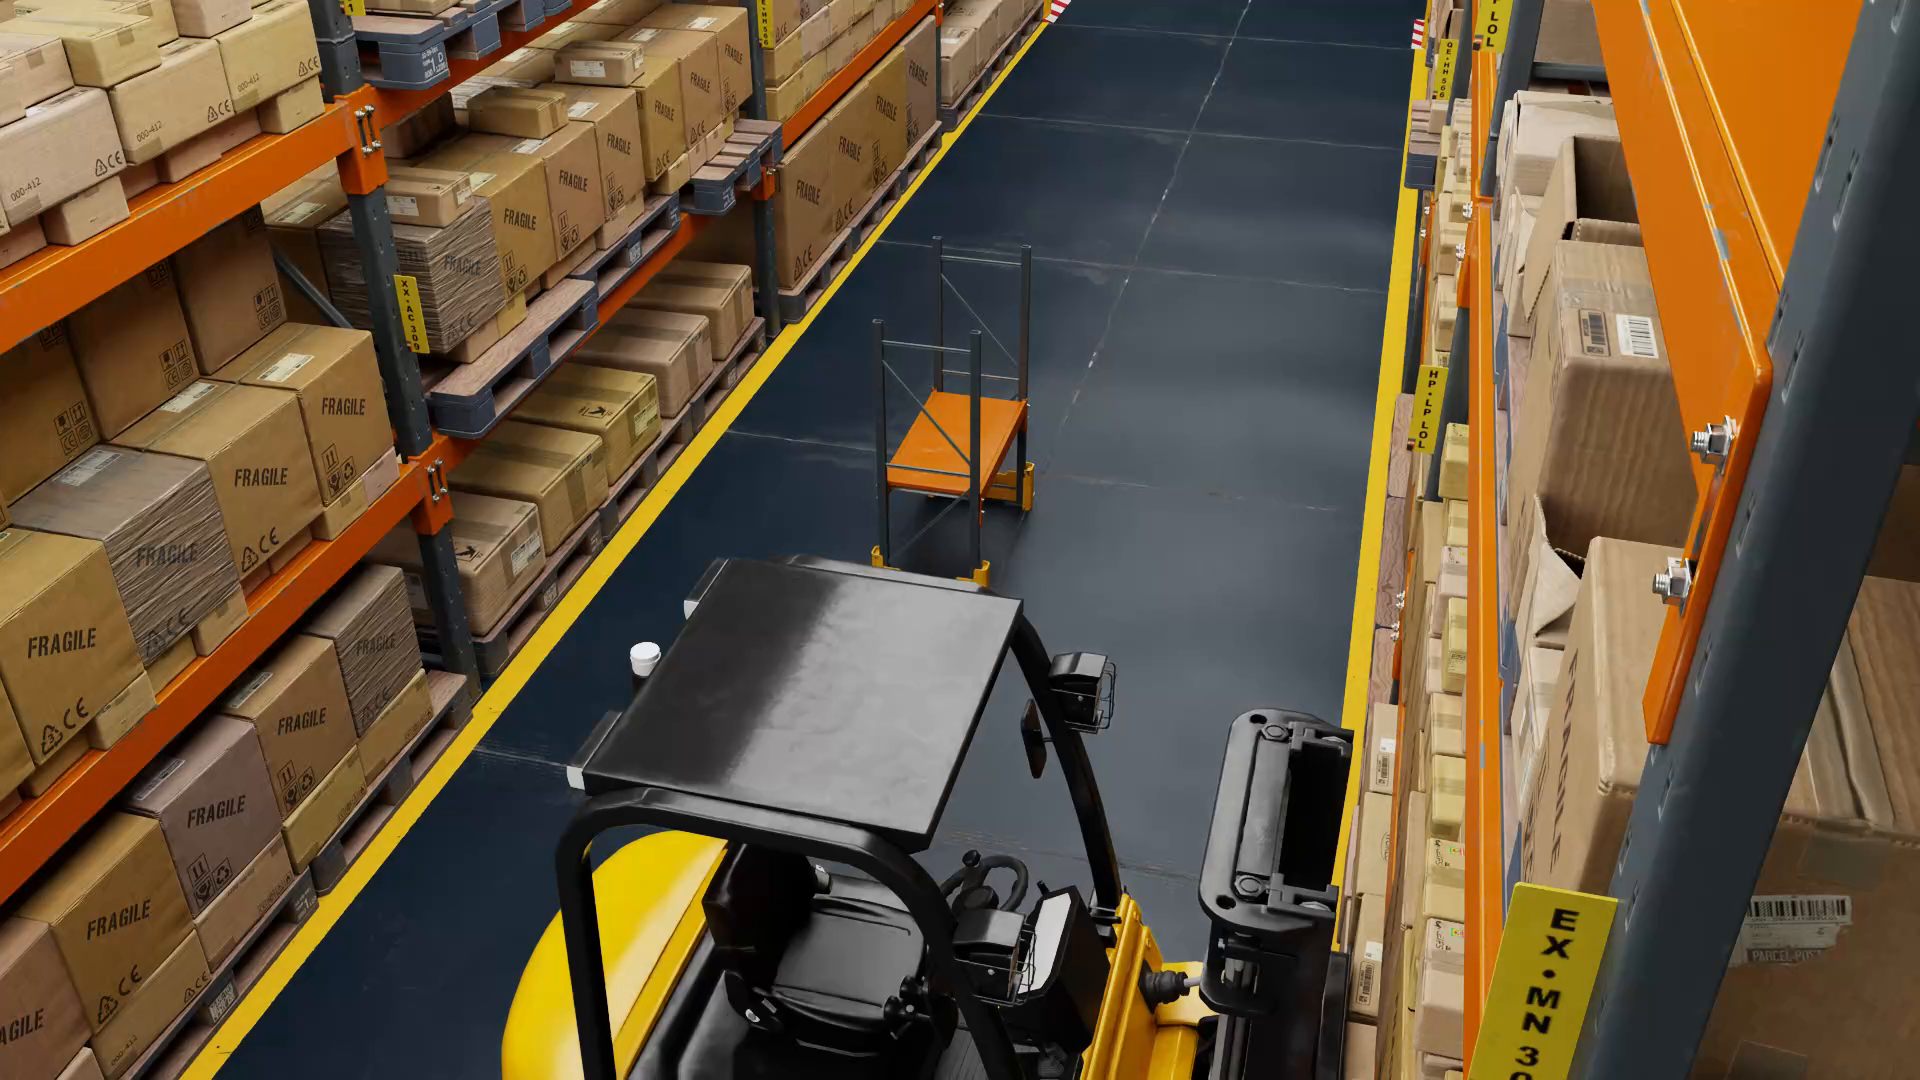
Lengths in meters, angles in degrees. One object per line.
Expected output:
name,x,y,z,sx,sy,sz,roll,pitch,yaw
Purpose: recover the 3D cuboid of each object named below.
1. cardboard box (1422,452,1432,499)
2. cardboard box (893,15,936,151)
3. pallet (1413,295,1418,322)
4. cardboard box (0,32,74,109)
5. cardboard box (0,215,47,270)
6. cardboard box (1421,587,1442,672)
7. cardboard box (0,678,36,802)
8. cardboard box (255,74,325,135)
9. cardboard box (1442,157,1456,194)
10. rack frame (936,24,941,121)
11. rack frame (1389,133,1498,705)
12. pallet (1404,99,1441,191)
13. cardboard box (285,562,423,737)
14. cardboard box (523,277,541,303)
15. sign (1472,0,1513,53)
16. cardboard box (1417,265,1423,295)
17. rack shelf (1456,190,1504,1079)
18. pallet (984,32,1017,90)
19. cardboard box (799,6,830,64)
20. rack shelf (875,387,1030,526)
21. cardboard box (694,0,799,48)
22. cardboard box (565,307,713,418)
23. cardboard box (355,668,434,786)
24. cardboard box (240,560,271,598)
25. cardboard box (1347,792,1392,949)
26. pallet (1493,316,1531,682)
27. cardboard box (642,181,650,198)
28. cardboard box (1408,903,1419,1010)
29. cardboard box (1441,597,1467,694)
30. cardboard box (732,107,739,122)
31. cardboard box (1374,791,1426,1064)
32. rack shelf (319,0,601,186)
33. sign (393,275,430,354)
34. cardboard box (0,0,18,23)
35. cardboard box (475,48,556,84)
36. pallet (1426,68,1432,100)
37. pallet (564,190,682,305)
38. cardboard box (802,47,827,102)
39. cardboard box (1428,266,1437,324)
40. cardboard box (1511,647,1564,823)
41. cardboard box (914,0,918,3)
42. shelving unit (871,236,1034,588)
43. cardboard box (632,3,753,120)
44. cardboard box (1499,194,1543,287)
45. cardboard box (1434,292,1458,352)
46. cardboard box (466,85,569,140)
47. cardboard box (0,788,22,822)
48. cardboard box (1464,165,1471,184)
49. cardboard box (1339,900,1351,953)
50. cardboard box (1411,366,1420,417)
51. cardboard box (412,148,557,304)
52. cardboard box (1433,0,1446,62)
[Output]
cardboard box,1.993,-0.354,6.185,0.500,0.250,0.500,7,33,11
cardboard box,-0.736,-3.690,13.348,0.875,0.875,0.875,9,34,14
pallet,3.357,-1.198,10.438,1.003,0.211,1.213,8,33,12
cardboard box,-2.805,-1.350,4.773,0.380,0.149,0.250,7,33,11
cardboard box,-2.894,-0.890,4.793,0.380,0.149,0.250,9,33,13
cardboard box,1.543,0.288,4.803,0.380,0.149,0.250,9,33,13
cardboard box,-3.057,0.575,4.679,0.500,0.500,0.500,7,33,11
cardboard box,-2.471,-1.545,5.823,0.380,0.149,0.250,8,33,13
cardboard box,2.654,-1.684,8.276,0.500,0.250,0.500,9,34,14
rack frame,-0.656,-4.742,13.414,1.000,3.000,0.127,8,33,12
rack frame,2.116,0.083,5.823,1.000,3.000,0.127,8,33,12
pallet,3.235,-2.273,9.708,1.213,0.211,1.003,8,33,12
cardboard box,-2.577,0.419,6.767,0.500,0.500,0.500,8,33,12
cardboard box,-2.171,-1.192,7.671,0.380,0.149,0.250,10,34,15
sign,1.588,-1.603,4.904,0.100,0.325,0.005,8,33,12
cardboard box,3.297,-1.894,10.872,0.500,0.500,0.500,9,34,14
rack shelf,1.608,0.159,3.579,1.077,0.370,4.000,8,33,12
pallet,-0.080,-4.584,15.765,1.003,0.211,1.213,8,33,12
cardboard box,-1.172,-3.312,10.837,0.500,0.250,0.500,9,33,14
rack shelf,-0.022,-0.437,8.374,0.538,0.185,1.000,8,33,12
cardboard box,-1.310,-3.353,10.204,0.500,0.500,0.500,7,33,11
cardboard box,-2.004,-1.059,9.678,0.950,0.372,0.625,7,33,11
cardboard box,-2.577,0.736,6.968,0.500,0.250,0.500,10,34,15
cardboard box,-2.748,0.106,6.022,0.380,0.149,0.250,8,33,12
cardboard box,1.550,1.117,5.437,0.500,0.250,0.500,8,33,12
pallet,1.613,-0.068,3.348,1.003,0.211,1.213,8,33,12
cardboard box,-1.859,-1.862,8.726,0.380,0.149,0.250,8,33,13
cardboard box,1.219,0.956,3.753,0.380,0.149,0.250,8,33,13
cardboard box,1.508,0.306,4.497,0.380,0.149,0.250,8,33,12
cardboard box,-1.527,-2.536,9.785,0.380,0.149,0.250,9,34,14
cardboard box,1.359,1.029,4.242,0.500,0.500,0.500,8,33,13
rack shelf,-2.179,-2.591,7.904,1.077,0.370,4.000,8,33,12
sign,-2.160,-0.886,6.541,0.100,0.325,0.005,8,33,12
cardboard box,-3.196,-1.693,5.313,0.380,0.149,0.250,7,33,11
cardboard box,-2.263,-2.262,8.750,0.500,0.500,0.500,9,33,13
pallet,4.629,-3.883,14.661,1.003,0.211,1.213,8,33,12
pallet,-2.134,-1.553,8.575,1.003,0.211,1.213,8,33,12
cardboard box,-1.191,-3.092,10.957,0.500,0.250,0.500,7,33,11
cardboard box,2.525,-1.204,7.987,0.500,0.250,0.500,7,33,11
cardboard box,1.017,0.308,2.423,0.380,0.149,0.250,7,33,11
cardboard box,-0.526,-4.412,13.034,0.500,0.250,0.500,7,33,11
shelving unit,-0.019,-0.593,8.285,0.587,1.500,1.083,8,33,12
cardboard box,-1.518,-2.738,9.499,0.500,0.500,0.500,7,33,11
cardboard box,1.513,-0.706,4.018,0.380,0.149,0.250,9,34,14
cardboard box,2.087,-0.851,6.595,0.380,0.149,0.250,7,33,11
cardboard box,-2.049,-1.983,7.707,0.380,0.149,0.250,10,34,15
cardboard box,-3.068,0.774,4.971,0.380,0.149,0.250,9,34,14
cardboard box,2.569,-1.636,7.830,0.380,0.149,0.250,8,33,13
cardboard box,1.559,1.538,5.707,0.500,0.250,0.500,7,33,11
cardboard box,2.959,-0.846,9.107,0.875,0.625,0.625,9,34,14
cardboard box,-2.164,-1.400,7.394,0.500,0.500,0.500,8,33,13
cardboard box,3.476,-3.391,10.804,0.700,0.500,0.500,8,33,12
